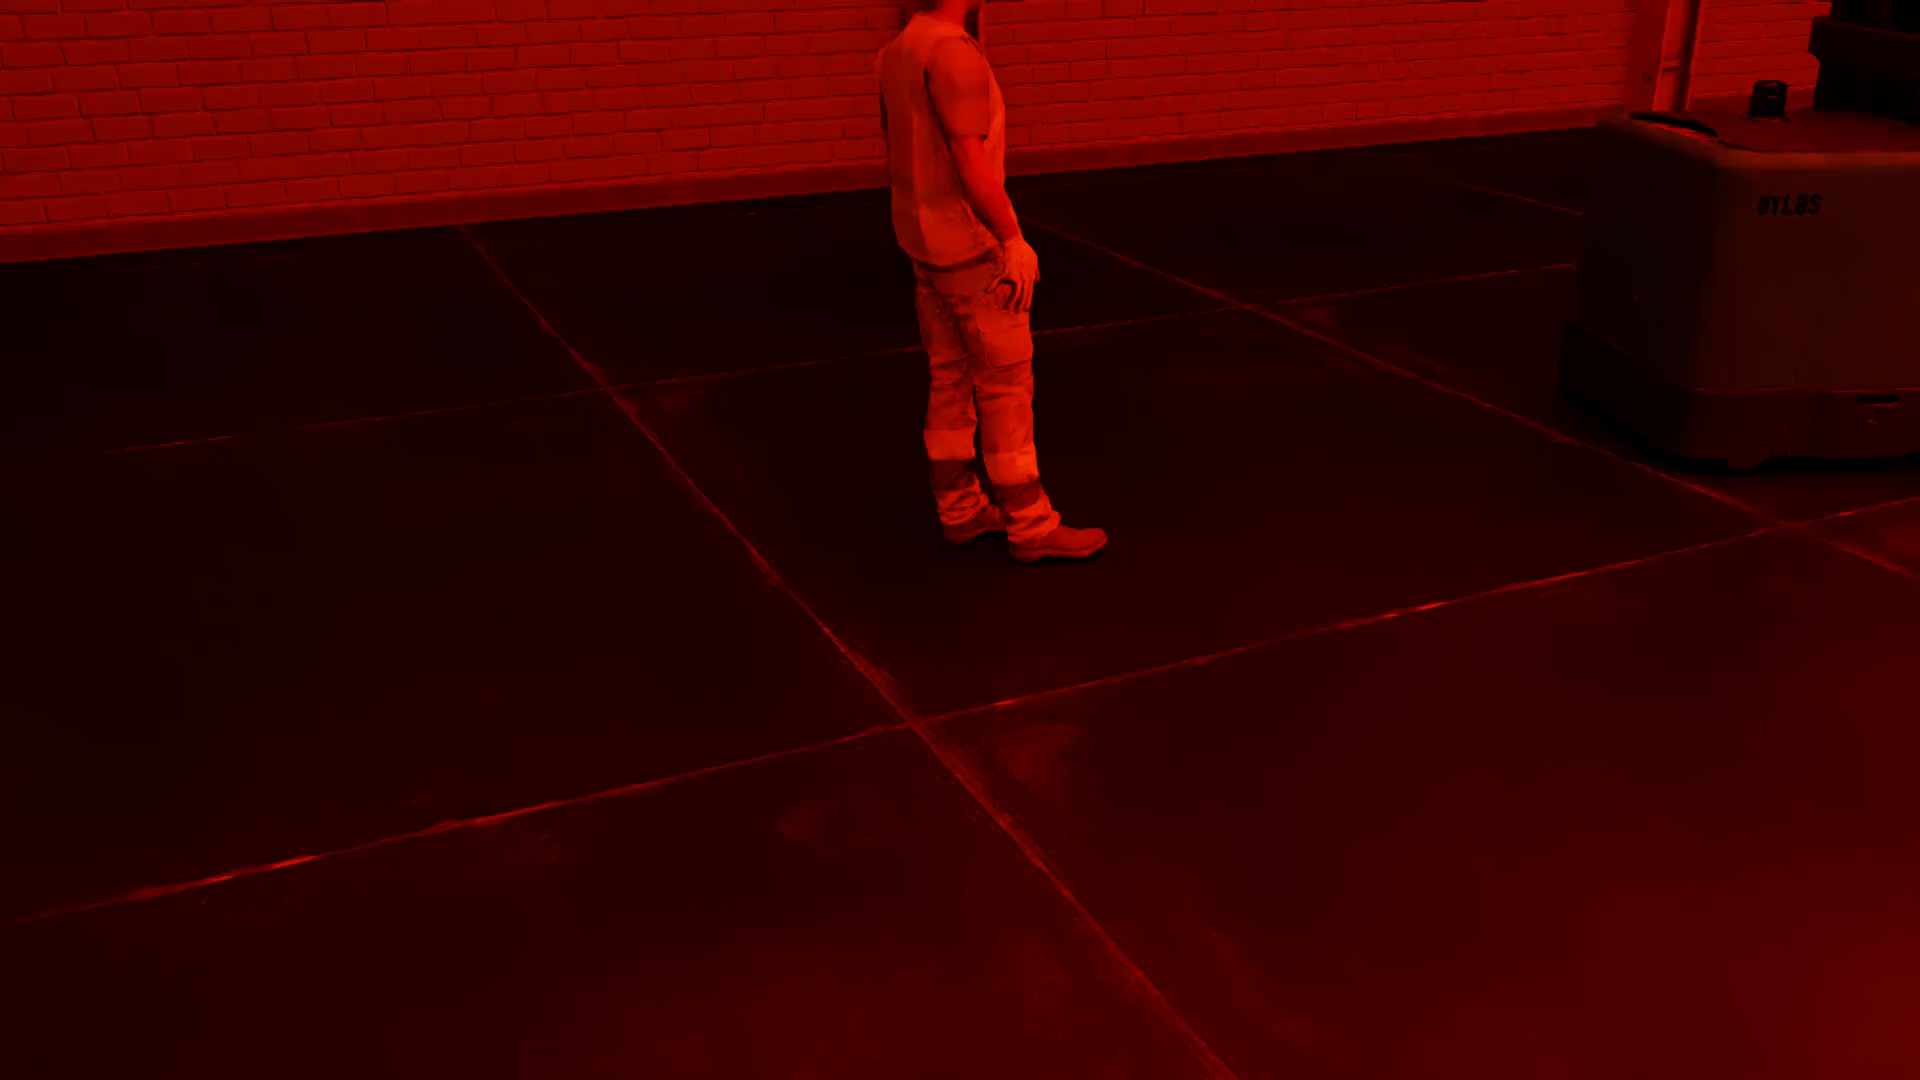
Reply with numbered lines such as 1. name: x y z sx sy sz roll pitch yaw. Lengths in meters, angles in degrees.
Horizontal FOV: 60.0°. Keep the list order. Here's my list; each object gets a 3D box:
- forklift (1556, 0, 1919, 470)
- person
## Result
1. forklift: 3.861 -1.808 5.638 3.031 2.935 1.130 -2 23 -5
2. person: 0.078 -0.842 4.783 0.563 1.787 0.637 -10 25 -23
